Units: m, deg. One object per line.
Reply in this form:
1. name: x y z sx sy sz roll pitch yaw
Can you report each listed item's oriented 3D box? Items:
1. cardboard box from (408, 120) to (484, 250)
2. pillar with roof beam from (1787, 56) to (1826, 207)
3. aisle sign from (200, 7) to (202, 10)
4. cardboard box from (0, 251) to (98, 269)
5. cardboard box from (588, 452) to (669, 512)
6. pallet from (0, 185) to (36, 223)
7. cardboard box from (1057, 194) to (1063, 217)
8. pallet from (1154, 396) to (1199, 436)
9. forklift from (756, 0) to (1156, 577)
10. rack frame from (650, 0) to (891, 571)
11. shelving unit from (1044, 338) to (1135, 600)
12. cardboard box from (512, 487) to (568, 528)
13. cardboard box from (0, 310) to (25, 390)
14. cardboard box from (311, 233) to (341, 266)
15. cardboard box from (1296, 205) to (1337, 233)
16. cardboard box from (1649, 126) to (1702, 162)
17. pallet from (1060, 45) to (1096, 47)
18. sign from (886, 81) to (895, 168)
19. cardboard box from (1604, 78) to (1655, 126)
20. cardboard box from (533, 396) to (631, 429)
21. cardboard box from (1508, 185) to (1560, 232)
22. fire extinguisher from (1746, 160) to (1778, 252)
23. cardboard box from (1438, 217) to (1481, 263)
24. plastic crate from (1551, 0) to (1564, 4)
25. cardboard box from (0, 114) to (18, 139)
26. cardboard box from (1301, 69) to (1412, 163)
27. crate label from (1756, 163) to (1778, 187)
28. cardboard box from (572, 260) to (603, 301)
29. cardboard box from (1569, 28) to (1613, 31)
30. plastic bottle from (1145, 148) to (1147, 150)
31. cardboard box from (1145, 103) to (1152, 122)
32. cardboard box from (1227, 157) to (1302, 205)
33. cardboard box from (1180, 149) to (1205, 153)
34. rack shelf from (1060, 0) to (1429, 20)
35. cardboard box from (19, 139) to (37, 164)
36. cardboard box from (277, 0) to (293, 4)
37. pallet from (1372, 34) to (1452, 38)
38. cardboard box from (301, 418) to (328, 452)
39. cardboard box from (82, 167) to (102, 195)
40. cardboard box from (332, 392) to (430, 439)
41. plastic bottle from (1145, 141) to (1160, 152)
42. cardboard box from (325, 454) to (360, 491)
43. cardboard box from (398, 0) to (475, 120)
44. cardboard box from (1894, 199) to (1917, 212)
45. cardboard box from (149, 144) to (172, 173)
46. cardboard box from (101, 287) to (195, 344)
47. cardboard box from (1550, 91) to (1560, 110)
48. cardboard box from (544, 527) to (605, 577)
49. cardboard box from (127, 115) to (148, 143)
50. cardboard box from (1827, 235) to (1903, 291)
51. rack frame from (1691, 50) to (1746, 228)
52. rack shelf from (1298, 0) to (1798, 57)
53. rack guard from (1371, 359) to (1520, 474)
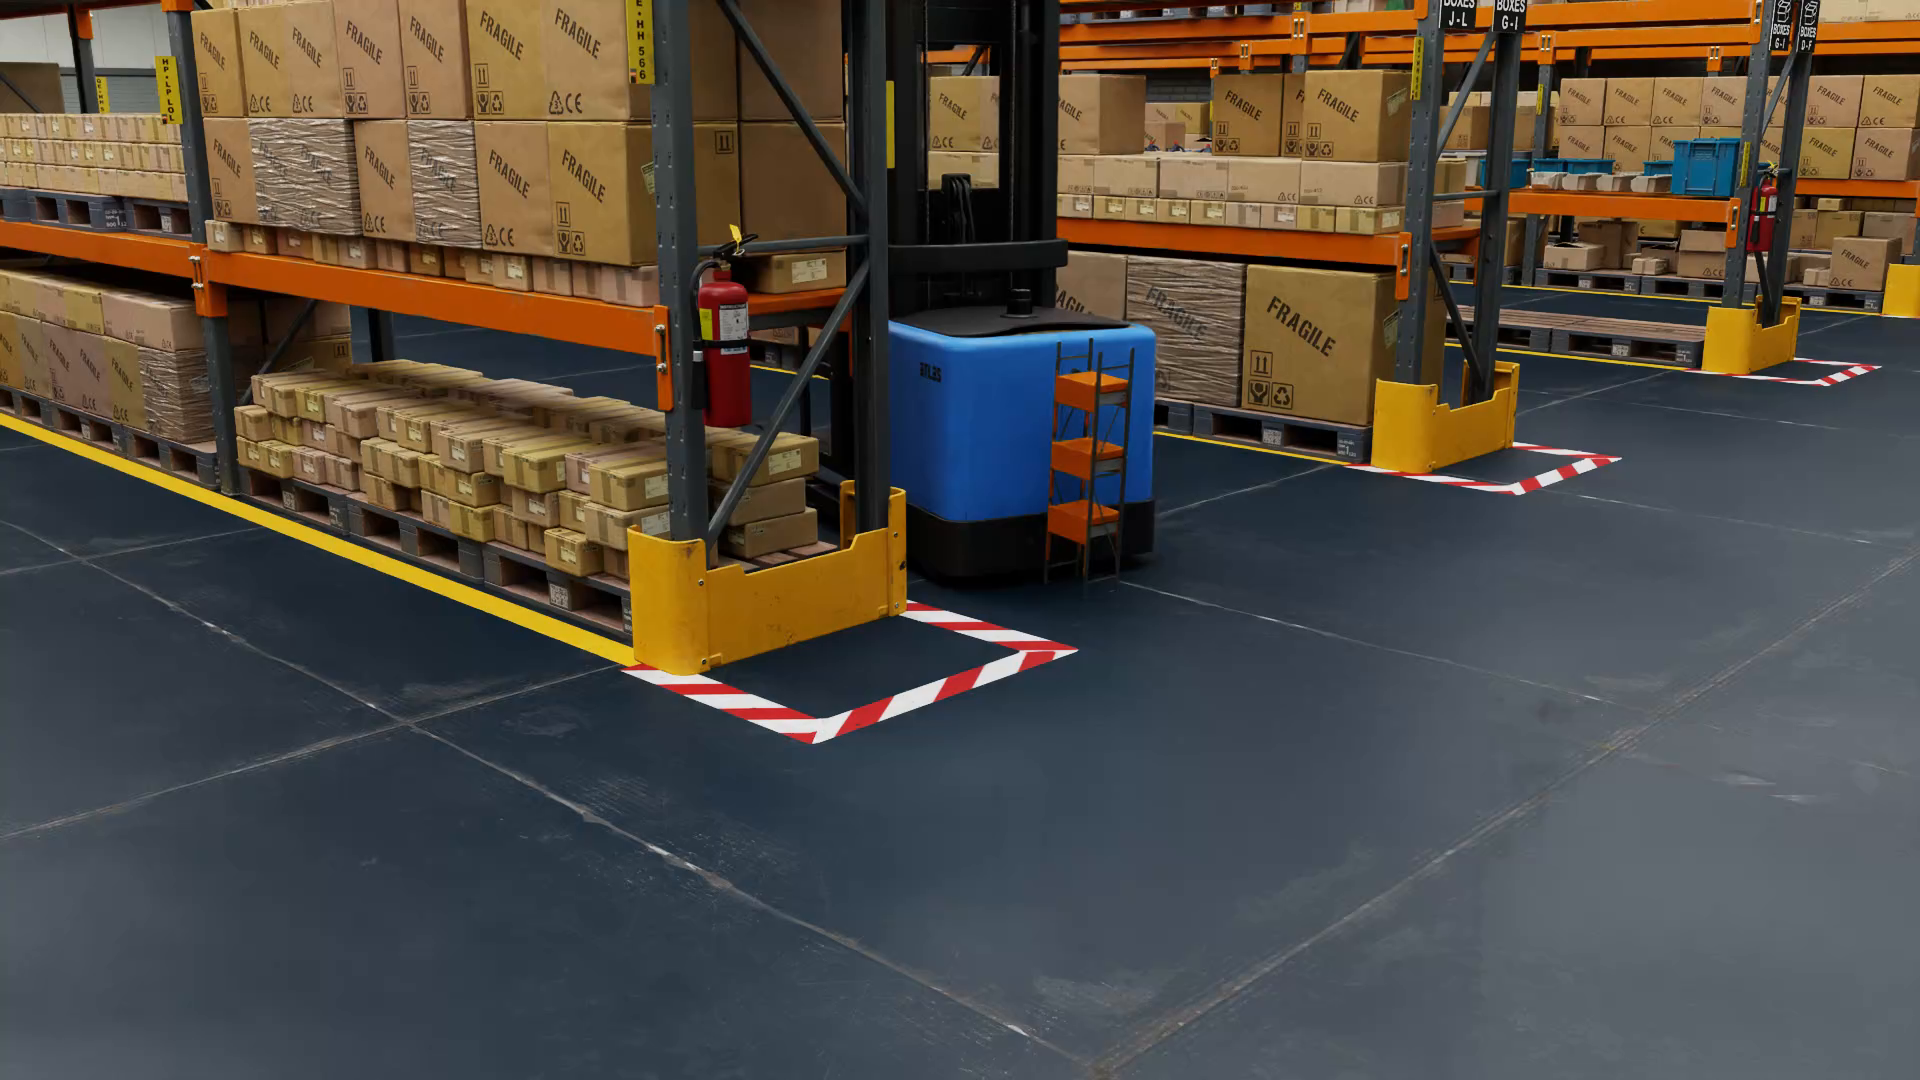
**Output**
1. cardboard box: -1.907 -1.476 6.860 0.500 0.500 0.500 14 20 42
2. pillar with roof beam: 8.400 -7.510 18.907 0.400 9.000 9.100 14 20 42
3. aisle sign: -8.922 -5.971 19.743 0.004 0.787 0.394 14 20 42
4. cardboard box: -6.801 -1.711 12.180 0.750 0.750 1.050 13 20 41
5. cardboard box: -1.223 -0.232 6.515 0.250 0.149 0.380 14 20 43
6. pallet: -5.838 -2.276 11.097 1.003 0.211 1.213 14 20 42
7. cardboard box: 0.706 -2.240 11.079 0.250 0.149 0.380 13 20 41
8. pallet: 1.345 -0.946 11.145 1.213 0.211 1.003 14 20 42
9. forklift: -0.226 -1.584 8.197 1.130 2.935 3.031 -7 16 -25
10. rack frame: -0.666 -1.074 6.104 0.127 3.000 1.000 14 20 42
11. shelving unit: 0.536 -0.298 6.967 0.215 1.050 0.252 -12 22 -38
12. cardboard box: -1.620 -0.173 6.877 0.250 0.149 0.380 13 19 40
13. cardboard box: -6.093 -1.297 11.087 0.500 0.500 0.500 13 19 40
14. cardboard box: -2.775 -1.370 7.738 0.380 0.149 0.250 -14 20 -43
15. cardboard box: 2.176 -1.883 9.706 0.250 0.149 0.380 14 20 43
16. cardboard box: 7.756 -4.187 17.852 0.500 0.500 0.500 14 20 42
17. pallet: 1.733 -7.061 23.512 1.217 0.209 0.805 13 19 40
18. sign: -0.290 -1.591 6.373 0.005 0.325 0.100 14 20 42
19. cardboard box: 7.364 -4.762 18.079 0.500 0.500 0.500 13 19 40
20. cardboard box: -1.769 -0.565 7.794 0.250 0.149 0.380 14 20 43
21. cardboard box: 8.469 -4.910 24.257 0.750 0.750 0.750 14 20 42
22. fire extinguisher: 6.080 -2.529 12.581 0.183 0.674 0.296 14 20 42
23. cardboard box: 5.944 -3.580 19.806 0.500 0.500 0.500 14 20 42
24. plastic crate: 4.906 -4.694 14.282 0.530 0.282 0.437 14 20 42
25. cardboard box: -5.858 -2.637 10.589 0.250 0.149 0.380 14 20 42
26. cardboard box: 2.316 -2.428 9.522 0.500 0.500 0.500 14 20 43
27. crate label: 6.338 -2.906 13.350 0.303 0.233 0.416 14 20 42
28. cardboard box: -1.250 -1.008 6.351 0.250 0.149 0.380 14 20 42
29. cardboard box: 7.027 -5.703 18.218 0.500 0.250 0.500 14 20 42
30. plastic bottle: 1.938 -4.006 17.588 0.133 0.283 0.061 14 20 42
31. cardboard box: 3.252 -7.257 28.604 0.500 0.500 0.500 13 19 41
32. cardboard box: 1.951 -2.153 9.955 0.500 0.250 0.500 13 20 41
33. cardboard box: 3.130 -5.140 22.207 0.250 0.149 0.380 14 20 42
34. rack shelf: 1.409 -3.410 10.547 4.000 0.370 1.077 14 20 42
35. cardboard box: -5.644 -2.441 10.427 0.250 0.149 0.380 14 20 42
36. cardboard box: -7.176 -5.863 18.041 0.380 0.149 0.250 -13 20 -42
37. pallet: 5.679 -6.122 19.903 1.003 0.211 1.213 14 20 42
38. cardboard box: -3.062 -0.556 8.347 0.250 0.149 0.380 14 20 42
39. cardboard box: -4.909 -2.116 9.771 0.380 0.149 0.250 -13 20 -42
40. cardboard box: -2.738 -0.592 7.898 0.380 0.149 0.250 -14 20 -43
41. plastic bottle: 2.024 -4.003 17.443 0.185 0.351 0.144 14 20 42
42. cardboard box: -2.883 -0.359 8.184 0.250 0.149 0.380 13 20 41
43. cardboard box: -1.914 -1.963 6.745 0.500 0.500 0.500 -13 20 -41
44. cardboard box: 12.090 -4.257 21.158 0.250 0.149 0.380 14 20 43
45. cardboard box: -4.160 -2.079 9.038 0.250 0.149 0.380 14 20 43
46. cardboard box: -4.618 -1.307 9.637 0.500 0.250 0.500 -13 20 -42
47. cardboard box: 8.674 -6.223 23.553 0.500 0.250 0.500 13 20 41
48. cardboard box: -1.445 0.022 6.721 0.380 0.149 0.250 -14 20 -42
49. cardboard box: -4.349 -2.271 9.183 0.250 0.149 0.380 13 19 40
50. cardboard box: 9.166 -2.808 16.843 0.500 0.500 0.500 14 20 42
51. rack frame: 10.284 -5.354 22.530 0.127 3.000 1.000 14 20 42
52. rack shelf: 4.847 -4.309 13.998 4.000 0.370 1.077 14 20 42
53. rack guard: 2.867 -0.743 9.790 0.348 0.500 1.175 14 20 42
